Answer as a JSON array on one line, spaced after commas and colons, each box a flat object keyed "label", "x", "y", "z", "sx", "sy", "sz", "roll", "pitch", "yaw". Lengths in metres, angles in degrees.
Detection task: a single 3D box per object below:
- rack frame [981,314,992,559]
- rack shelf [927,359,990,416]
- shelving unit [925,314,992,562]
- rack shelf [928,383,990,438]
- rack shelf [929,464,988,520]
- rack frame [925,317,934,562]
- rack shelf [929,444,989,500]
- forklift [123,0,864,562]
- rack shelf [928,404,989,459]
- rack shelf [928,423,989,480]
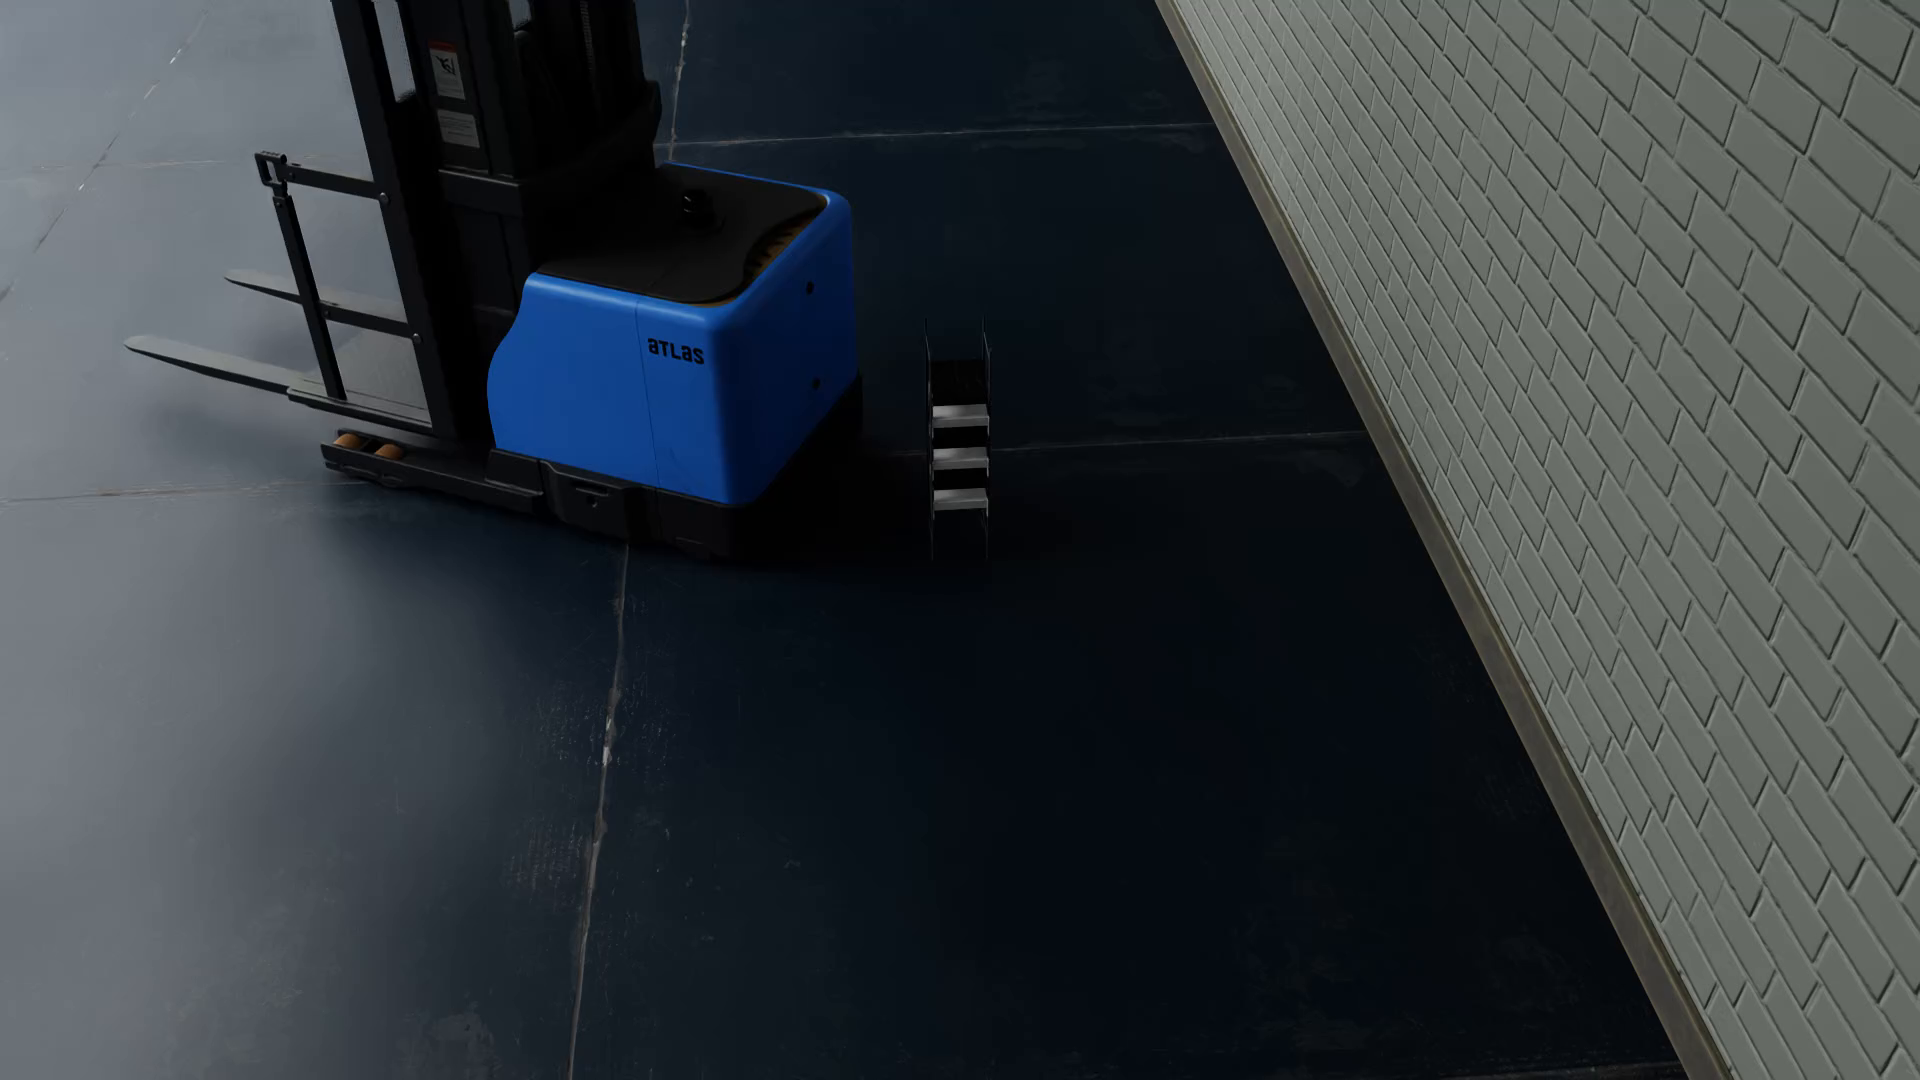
[{"label": "rack frame", "x": 0.093, "y": -0.358, "z": 5.978, "sx": 0.006, "sy": 0.900, "sz": 0.240, "roll": -3, "pitch": 38, "yaw": -4}, {"label": "rack shelf", "x": -0.008, "y": -0.539, "z": 5.824, "sx": 0.200, "sy": 0.077, "sz": 0.258, "roll": -3, "pitch": 38, "yaw": -4}, {"label": "shelving unit", "x": -0.008, "y": -0.353, "z": 5.971, "sx": 0.210, "sy": 0.900, "sz": 0.258, "roll": -3, "pitch": 38, "yaw": -4}, {"label": "rack shelf", "x": -0.008, "y": -0.468, "z": 5.880, "sx": 0.200, "sy": 0.077, "sz": 0.258, "roll": -3, "pitch": 38, "yaw": -4}, {"label": "rack shelf", "x": -0.008, "y": -0.185, "z": 6.103, "sx": 0.200, "sy": 0.077, "sz": 0.258, "roll": -3, "pitch": 38, "yaw": -4}, {"label": "rack frame", "x": -0.109, "y": -0.347, "z": 5.964, "sx": 0.006, "sy": 0.900, "sz": 0.240, "roll": -3, "pitch": 38, "yaw": -4}, {"label": "rack shelf", "x": -0.008, "y": -0.256, "z": 6.047, "sx": 0.200, "sy": 0.077, "sz": 0.258, "roll": -3, "pitch": 38, "yaw": -4}, {"label": "forklift", "x": -1.960, "y": -1.646, "z": 5.969, "sx": 3.031, "sy": 2.935, "sz": 1.130, "roll": 14, "pitch": 40, "yaw": 17}, {"label": "rack shelf", "x": -0.008, "y": -0.397, "z": 5.936, "sx": 0.200, "sy": 0.077, "sz": 0.258, "roll": -3, "pitch": 38, "yaw": -4}, {"label": "rack shelf", "x": -0.008, "y": -0.327, "z": 5.991, "sx": 0.200, "sy": 0.077, "sz": 0.258, "roll": -3, "pitch": 38, "yaw": -4}]
